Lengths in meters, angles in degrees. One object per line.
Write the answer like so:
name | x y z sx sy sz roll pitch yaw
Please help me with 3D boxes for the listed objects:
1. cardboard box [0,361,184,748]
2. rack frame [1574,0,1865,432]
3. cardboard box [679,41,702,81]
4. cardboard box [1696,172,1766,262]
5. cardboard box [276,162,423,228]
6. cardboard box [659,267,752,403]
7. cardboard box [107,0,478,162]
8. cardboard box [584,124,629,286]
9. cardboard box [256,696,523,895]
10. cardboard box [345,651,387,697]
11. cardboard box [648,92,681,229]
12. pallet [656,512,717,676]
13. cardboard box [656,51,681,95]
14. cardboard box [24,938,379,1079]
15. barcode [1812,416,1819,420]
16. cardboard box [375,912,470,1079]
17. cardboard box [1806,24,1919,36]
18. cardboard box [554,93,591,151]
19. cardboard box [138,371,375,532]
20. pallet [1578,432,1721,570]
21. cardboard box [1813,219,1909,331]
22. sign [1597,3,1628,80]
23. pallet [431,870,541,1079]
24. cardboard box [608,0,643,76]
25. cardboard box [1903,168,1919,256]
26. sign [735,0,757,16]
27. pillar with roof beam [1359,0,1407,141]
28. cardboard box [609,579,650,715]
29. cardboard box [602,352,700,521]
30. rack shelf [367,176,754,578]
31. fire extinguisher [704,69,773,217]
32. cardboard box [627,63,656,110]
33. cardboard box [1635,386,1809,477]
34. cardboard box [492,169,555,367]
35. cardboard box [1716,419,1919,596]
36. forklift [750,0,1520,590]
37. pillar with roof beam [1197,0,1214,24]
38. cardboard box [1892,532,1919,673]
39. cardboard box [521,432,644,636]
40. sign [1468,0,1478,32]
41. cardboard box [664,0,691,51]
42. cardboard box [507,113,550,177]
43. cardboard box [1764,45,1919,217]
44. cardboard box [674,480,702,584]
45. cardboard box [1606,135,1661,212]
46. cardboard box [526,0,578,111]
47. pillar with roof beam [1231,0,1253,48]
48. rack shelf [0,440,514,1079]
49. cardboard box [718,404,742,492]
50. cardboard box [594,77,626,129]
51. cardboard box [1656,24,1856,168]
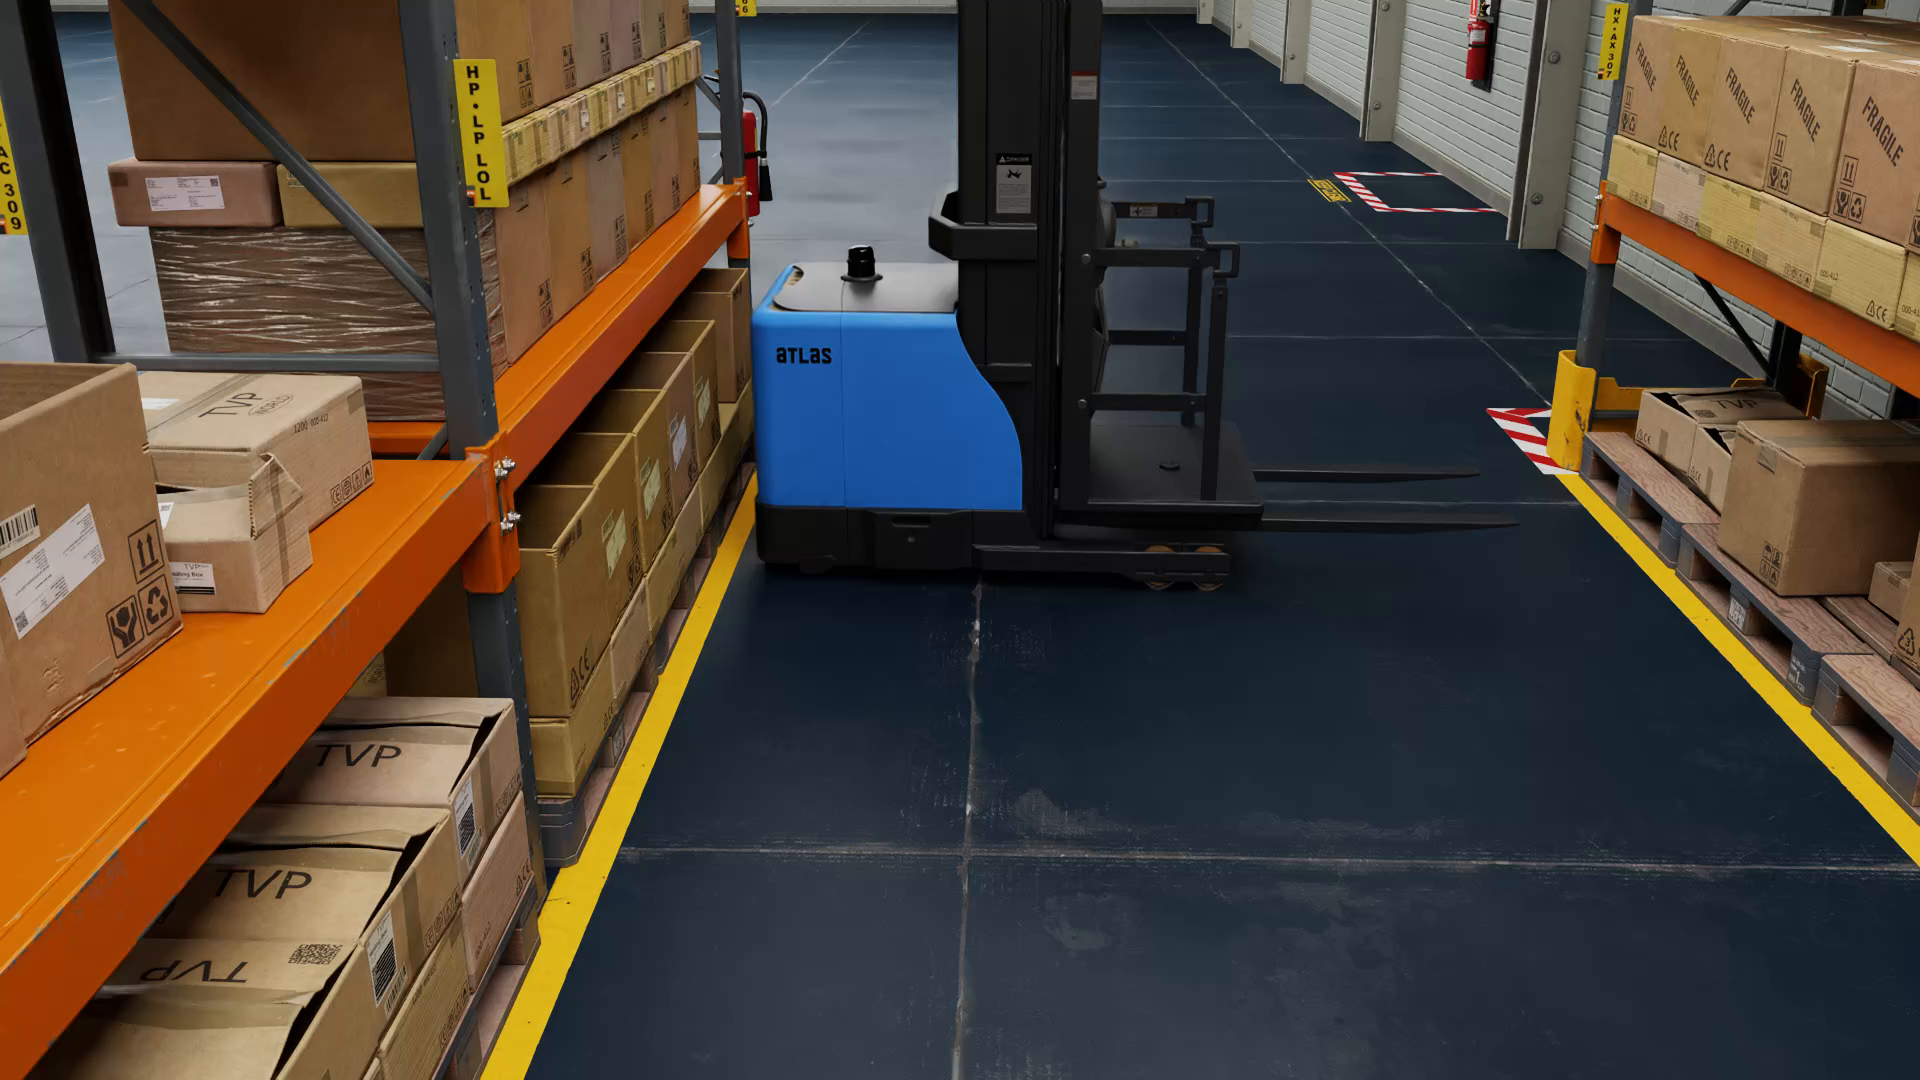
cardboard box | -1.680 0.008 2.724 0.500 0.500 0.500 2 21 6
rack frame | 3.449 -1.807 7.538 1.000 3.000 0.127 1 21 2
cardboard box | -1.324 -2.068 7.178 0.380 0.149 0.250 0 21 1
cardboard box | 3.094 -1.201 6.157 0.500 0.250 0.500 0 21 1
cardboard box | -1.422 -0.858 4.057 0.380 0.149 0.250 1 21 2
cardboard box | -1.221 -0.926 7.453 0.500 0.500 0.500 1 21 2
cardboard box | -1.617 -1.225 4.109 0.700 0.500 0.500 1 21 2
cardboard box | -1.574 -1.178 5.780 0.700 0.500 0.500 1 21 3
cardboard box | -1.350 0.561 3.882 0.500 0.311 0.500 1 21 2
cardboard box | -1.828 0.503 4.808 0.500 0.250 0.500 1 21 2
cardboard box | -1.541 -1.548 6.733 0.700 0.500 0.500 1 21 3
pallet | -1.524 0.157 6.332 1.003 0.211 1.213 1 21 2
cardboard box | -1.338 -1.881 6.696 0.380 0.149 0.250 0 21 1
cardboard box | -1.377 0.929 2.932 0.500 0.311 0.500 1 21 1
barcode | 3.737 -0.502 7.273 0.001 0.075 0.075 1 21 2
cardboard box | -1.364 1.009 3.503 0.500 0.250 0.500 0 21 1
cardboard box | 3.622 -1.741 6.512 0.500 0.500 0.500 1 21 2
cardboard box | -1.387 -1.323 5.258 0.380 0.149 0.250 0 21 0
cardboard box | -1.595 -0.165 3.515 0.500 0.250 0.500 2 21 5
pallet | 3.387 -0.186 7.216 1.003 0.211 1.213 1 21 2
cardboard box | 3.062 -0.836 5.217 0.500 0.250 0.500 1 21 1
sign | 2.907 -2.216 7.397 0.100 0.325 0.005 1 21 2
pallet | -1.607 1.153 3.765 1.003 0.211 1.213 1 21 2
cardboard box | -1.556 -1.951 5.979 0.700 0.500 0.500 1 21 2
cardboard box | 3.042 -1.004 4.613 0.500 0.500 0.500 1 21 1
sign | -0.960 -2.499 7.395 0.100 0.325 0.005 1 21 2
pillar with roof beam | 0.354 -8.727 17.080 9.100 9.000 0.400 1 21 2
cardboard box | -1.287 0.328 5.259 0.500 0.250 0.500 1 21 2
cardboard box | -1.253 -0.384 6.055 0.500 0.500 0.500 1 21 2
rack shelf | -1.563 -0.801 5.942 1.077 0.370 4.000 1 21 2
fire extinguisher | -1.034 -1.861 7.786 0.296 0.674 0.183 1 21 2
cardboard box | -1.355 -1.696 6.217 0.380 0.149 0.250 1 21 3
cardboard box | 3.338 -0.509 7.303 0.500 0.311 0.500 -2 21 -4
cardboard box | -1.607 -0.811 4.835 0.700 0.500 0.500 0 21 1
cardboard box | 3.249 -0.126 6.055 0.700 0.500 0.500 -1 21 -2
forklift | 0.718 -1.369 6.505 3.031 2.935 1.130 1 21 3
pillar with roof beam | 0.902 -15.235 33.854 9.100 9.000 0.400 1 21 2
cardboard box | 3.319 0.224 5.152 0.500 0.500 0.500 -1 21 -2
cardboard box | -1.290 -0.022 5.123 0.500 0.500 0.500 1 21 2
sign | 4.708 -4.822 15.260 0.001 0.329 0.234 1 21 2
cardboard box | -1.531 -2.323 6.938 0.700 0.500 0.500 1 21 2
cardboard box | -1.402 -1.136 4.776 0.380 0.149 0.250 0 21 1
cardboard box | 3.083 -1.374 5.567 0.500 0.500 0.500 1 21 3
cardboard box | -1.257 -0.034 6.190 0.500 0.250 0.500 1 21 2
cardboard box | 3.117 -1.573 7.116 0.500 0.250 0.500 0 21 0
cardboard box | -1.587 -1.589 5.046 0.700 0.500 0.500 1 21 2
pillar with roof beam | 0.719 -13.066 28.263 9.100 9.000 0.400 1 21 2
rack shelf | -1.685 0.645 2.214 1.077 0.370 4.000 1 21 2
cardboard box | -1.227 -0.396 7.122 0.500 0.250 0.500 1 21 2
cardboard box | -1.369 -1.508 5.733 0.380 0.149 0.250 0 21 1
cardboard box | 3.109 -1.748 6.529 0.500 0.500 0.500 1 21 2
